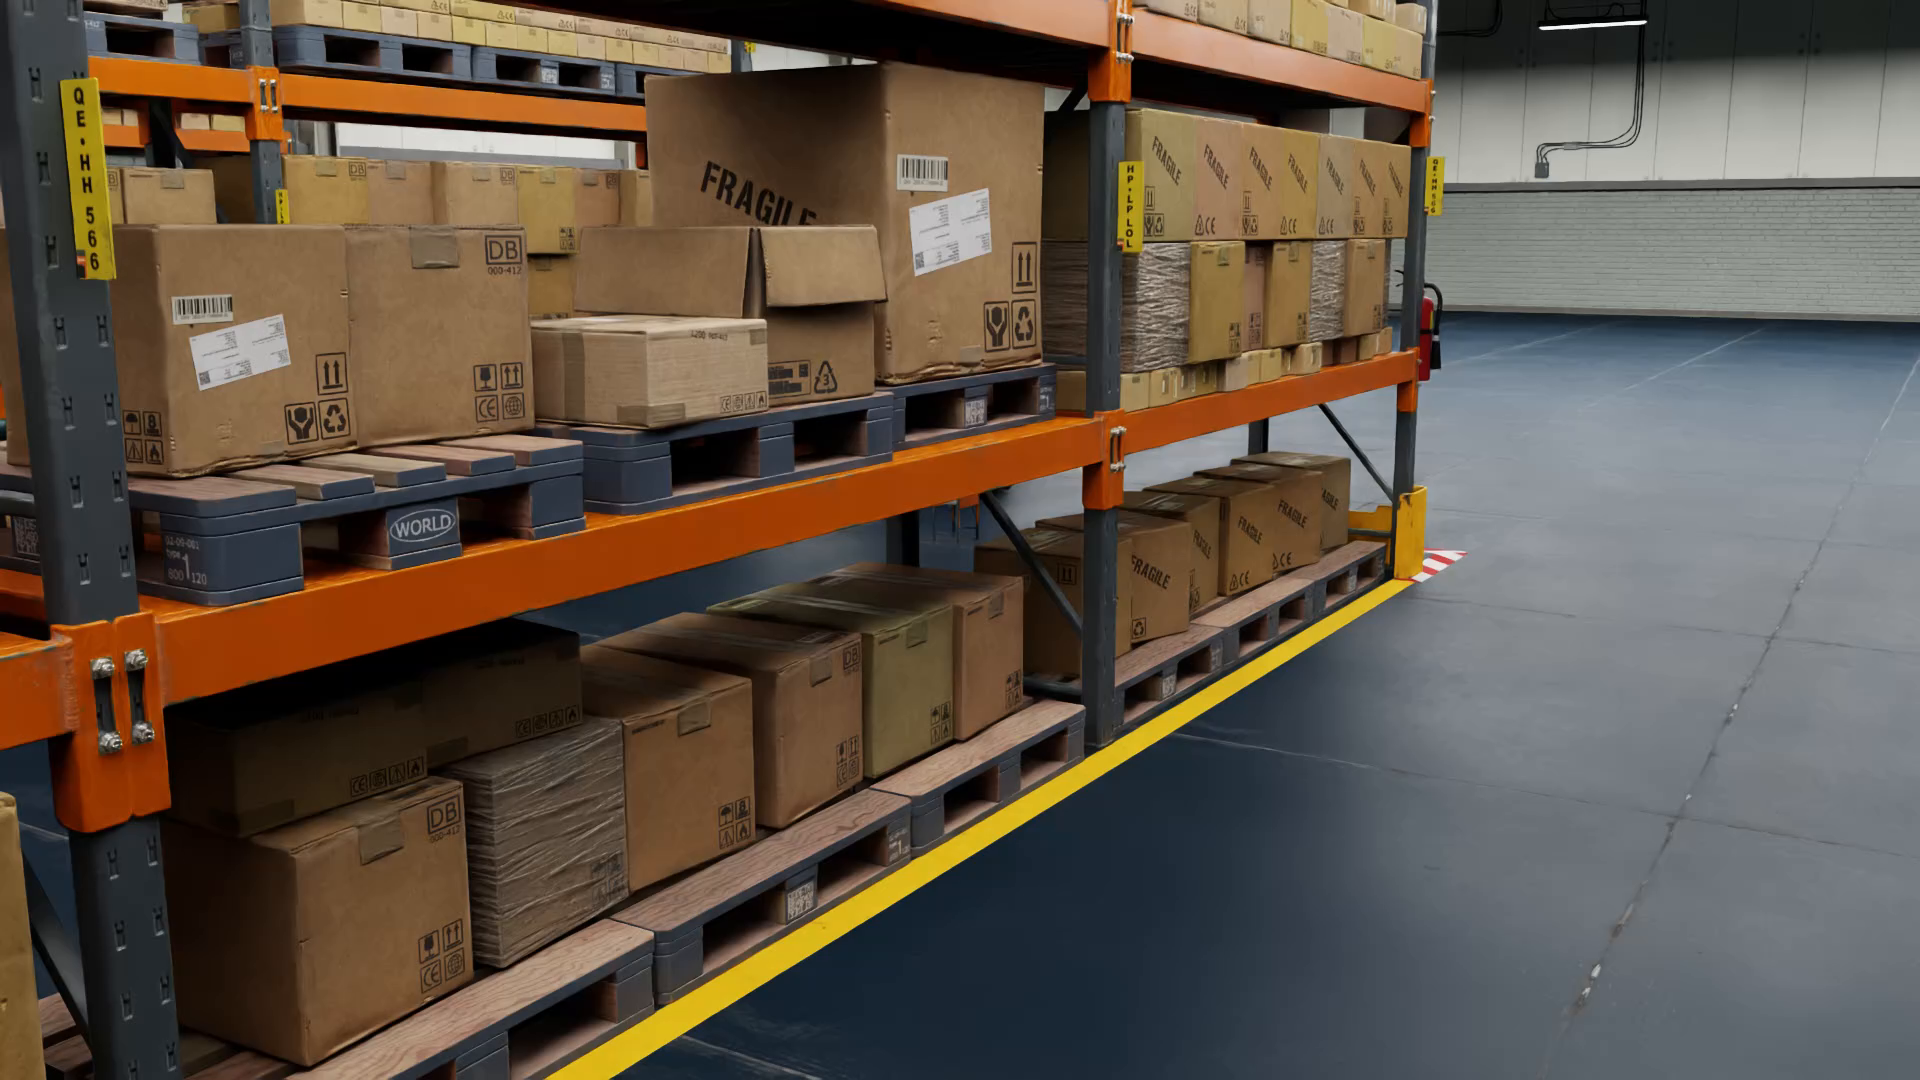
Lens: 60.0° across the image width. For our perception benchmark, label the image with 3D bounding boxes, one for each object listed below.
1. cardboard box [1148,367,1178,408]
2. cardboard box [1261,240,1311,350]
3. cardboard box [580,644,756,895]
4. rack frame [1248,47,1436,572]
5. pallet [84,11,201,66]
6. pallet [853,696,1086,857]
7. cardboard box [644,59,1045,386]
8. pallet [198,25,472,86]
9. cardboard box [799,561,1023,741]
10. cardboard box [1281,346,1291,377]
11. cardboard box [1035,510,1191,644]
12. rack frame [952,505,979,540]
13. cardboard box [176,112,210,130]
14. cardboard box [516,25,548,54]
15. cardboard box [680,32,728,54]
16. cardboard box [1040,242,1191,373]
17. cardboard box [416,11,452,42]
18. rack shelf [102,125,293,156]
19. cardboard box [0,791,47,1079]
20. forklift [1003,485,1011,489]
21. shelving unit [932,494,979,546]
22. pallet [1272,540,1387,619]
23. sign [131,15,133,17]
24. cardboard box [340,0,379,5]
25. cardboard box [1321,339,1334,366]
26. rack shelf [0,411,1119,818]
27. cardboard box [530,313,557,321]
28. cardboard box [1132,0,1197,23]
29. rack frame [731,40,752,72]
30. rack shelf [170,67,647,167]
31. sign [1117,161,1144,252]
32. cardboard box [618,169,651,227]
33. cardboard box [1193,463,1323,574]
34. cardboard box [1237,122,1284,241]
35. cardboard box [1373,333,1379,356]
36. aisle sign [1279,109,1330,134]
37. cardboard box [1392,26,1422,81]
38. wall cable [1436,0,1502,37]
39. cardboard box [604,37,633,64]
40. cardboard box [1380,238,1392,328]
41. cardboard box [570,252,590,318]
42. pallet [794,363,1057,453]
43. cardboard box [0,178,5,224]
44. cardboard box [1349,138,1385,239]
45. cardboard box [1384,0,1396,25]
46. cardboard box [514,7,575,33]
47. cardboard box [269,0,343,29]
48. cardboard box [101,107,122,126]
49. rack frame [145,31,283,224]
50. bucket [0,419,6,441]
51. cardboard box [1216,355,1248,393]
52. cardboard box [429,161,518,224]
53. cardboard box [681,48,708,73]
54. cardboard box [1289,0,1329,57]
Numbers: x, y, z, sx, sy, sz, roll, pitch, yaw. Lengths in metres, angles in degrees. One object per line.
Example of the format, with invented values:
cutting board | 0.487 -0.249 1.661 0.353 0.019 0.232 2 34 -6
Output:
cardboard box | 0.662 -0.630 6.764 0.380 0.149 0.250 6 12 31
cardboard box | 1.196 -1.209 8.093 0.875 0.500 0.500 6 12 31
cardboard box | -1.029 0.646 4.865 0.700 0.500 0.500 8 13 35
rack frame | 2.229 -1.339 9.871 1.000 3.000 0.127 6 12 31
pallet | -4.469 -2.431 8.073 0.805 0.209 1.217 6 12 28
pallet | -0.251 0.783 6.113 1.003 0.211 1.213 6 12 31
cardboard box | -0.380 -1.100 5.821 1.000 1.000 1.000 6 12 31
pallet | -3.601 -2.758 9.541 1.003 0.211 1.213 6 12 31
cardboard box | -0.185 0.397 6.195 0.700 0.500 0.500 5 12 26
cardboard box | 1.379 -0.873 8.061 0.380 0.149 0.250 6 12 31
cardboard box | 0.685 0.162 7.503 0.500 0.500 0.500 -9 14 -39
rack frame | 0.036 -0.527 10.830 0.200 1.050 0.008 6 12 31
cardboard box | -6.456 -3.473 13.801 0.380 0.149 0.250 7 13 32
cardboard box | -2.766 -3.070 10.236 0.380 0.149 0.250 7 12 31
cardboard box | -1.973 -3.528 11.596 0.500 0.250 0.500 7 12 31
cardboard box | 0.438 -0.970 6.821 0.875 0.500 0.500 6 12 31
cardboard box | -3.161 -2.951 9.596 0.380 0.149 0.250 6 12 30
rack shelf | -7.279 -3.092 13.038 1.077 0.370 4.000 6 12 31
cardboard box | -2.301 0.863 2.738 1.225 0.875 0.875 6 12 28
forklift | -0.235 -2.034 13.768 1.130 2.935 3.031 -1 11 -4
shelving unit | -0.028 -0.508 10.727 0.215 1.050 0.252 6 12 31
pallet | 1.737 0.168 9.399 1.003 0.211 1.213 6 12 31
sign | -4.510 -3.020 9.078 0.100 0.325 0.005 6 12 31
cardboard box | -3.542 -3.053 9.057 0.500 0.250 0.500 6 12 31
cardboard box | 1.733 -0.995 8.712 0.380 0.149 0.250 6 12 31
rack shelf | -0.886 -0.042 4.897 1.077 0.370 4.000 6 12 31
cardboard box | -1.290 -0.510 4.663 0.396 0.266 0.258 6 12 29
cardboard box | 0.604 -2.157 6.496 0.500 0.250 0.500 6 12 28
rack frame | -1.958 -4.778 11.935 1.000 3.000 0.127 6 12 31
rack shelf | -2.996 -2.635 10.597 1.077 0.370 4.000 6 12 31
sign | 0.628 -1.227 6.124 0.100 0.325 0.005 6 12 31
cardboard box | -2.390 -2.284 11.573 0.875 0.550 0.550 6 12 31
cardboard box | 1.609 -0.123 9.027 0.500 0.500 0.500 -10 14 -43
cardboard box | 1.121 -1.601 7.471 0.500 0.500 0.500 6 12 31
cardboard box | 2.127 -1.112 9.340 0.380 0.149 0.250 6 12 31
aisle sign | 2.004 -2.655 9.837 0.394 0.787 0.004 6 12 31
cardboard box | 2.195 -2.640 9.074 0.500 0.250 0.500 7 13 32
wall cable | 11.575 -13.378 40.226 3.097 2.526 0.112 6 12 31
cardboard box | -2.370 -3.191 10.879 0.380 0.149 0.250 6 12 30
cardboard box | 1.920 -1.451 9.386 0.875 0.500 0.500 6 12 31
cardboard box | -2.777 -1.675 11.259 0.875 0.550 0.550 6 12 31
pallet | -0.369 -0.510 5.961 1.003 0.211 1.213 6 12 31
cardboard box | -4.816 -1.501 7.748 0.700 0.500 0.500 6 12 31
cardboard box | 1.900 -1.837 8.731 0.500 0.500 0.500 6 12 31
cardboard box | 2.067 -2.779 8.735 0.380 0.149 0.250 6 12 28
cardboard box | -2.757 -3.291 10.331 0.500 0.250 0.500 7 12 31
cardboard box | -3.555 -2.831 8.958 0.380 0.149 0.250 6 12 30
cardboard box | -6.876 -3.355 13.171 0.380 0.149 0.250 6 12 29
rack frame | -4.035 -1.200 9.127 1.000 3.000 0.127 6 12 31
bucket | -5.935 -0.580 10.579 0.620 0.611 0.726 -20 21 -35
cardboard box | 1.054 -0.747 7.392 0.380 0.149 0.250 6 12 31
cardboard box | -3.230 -2.029 10.211 0.875 0.550 0.550 6 12 31
cardboard box | -1.973 -3.311 11.523 0.380 0.149 0.250 7 12 31
cardboard box | 1.409 -2.402 7.802 0.500 0.250 0.500 6 12 30
